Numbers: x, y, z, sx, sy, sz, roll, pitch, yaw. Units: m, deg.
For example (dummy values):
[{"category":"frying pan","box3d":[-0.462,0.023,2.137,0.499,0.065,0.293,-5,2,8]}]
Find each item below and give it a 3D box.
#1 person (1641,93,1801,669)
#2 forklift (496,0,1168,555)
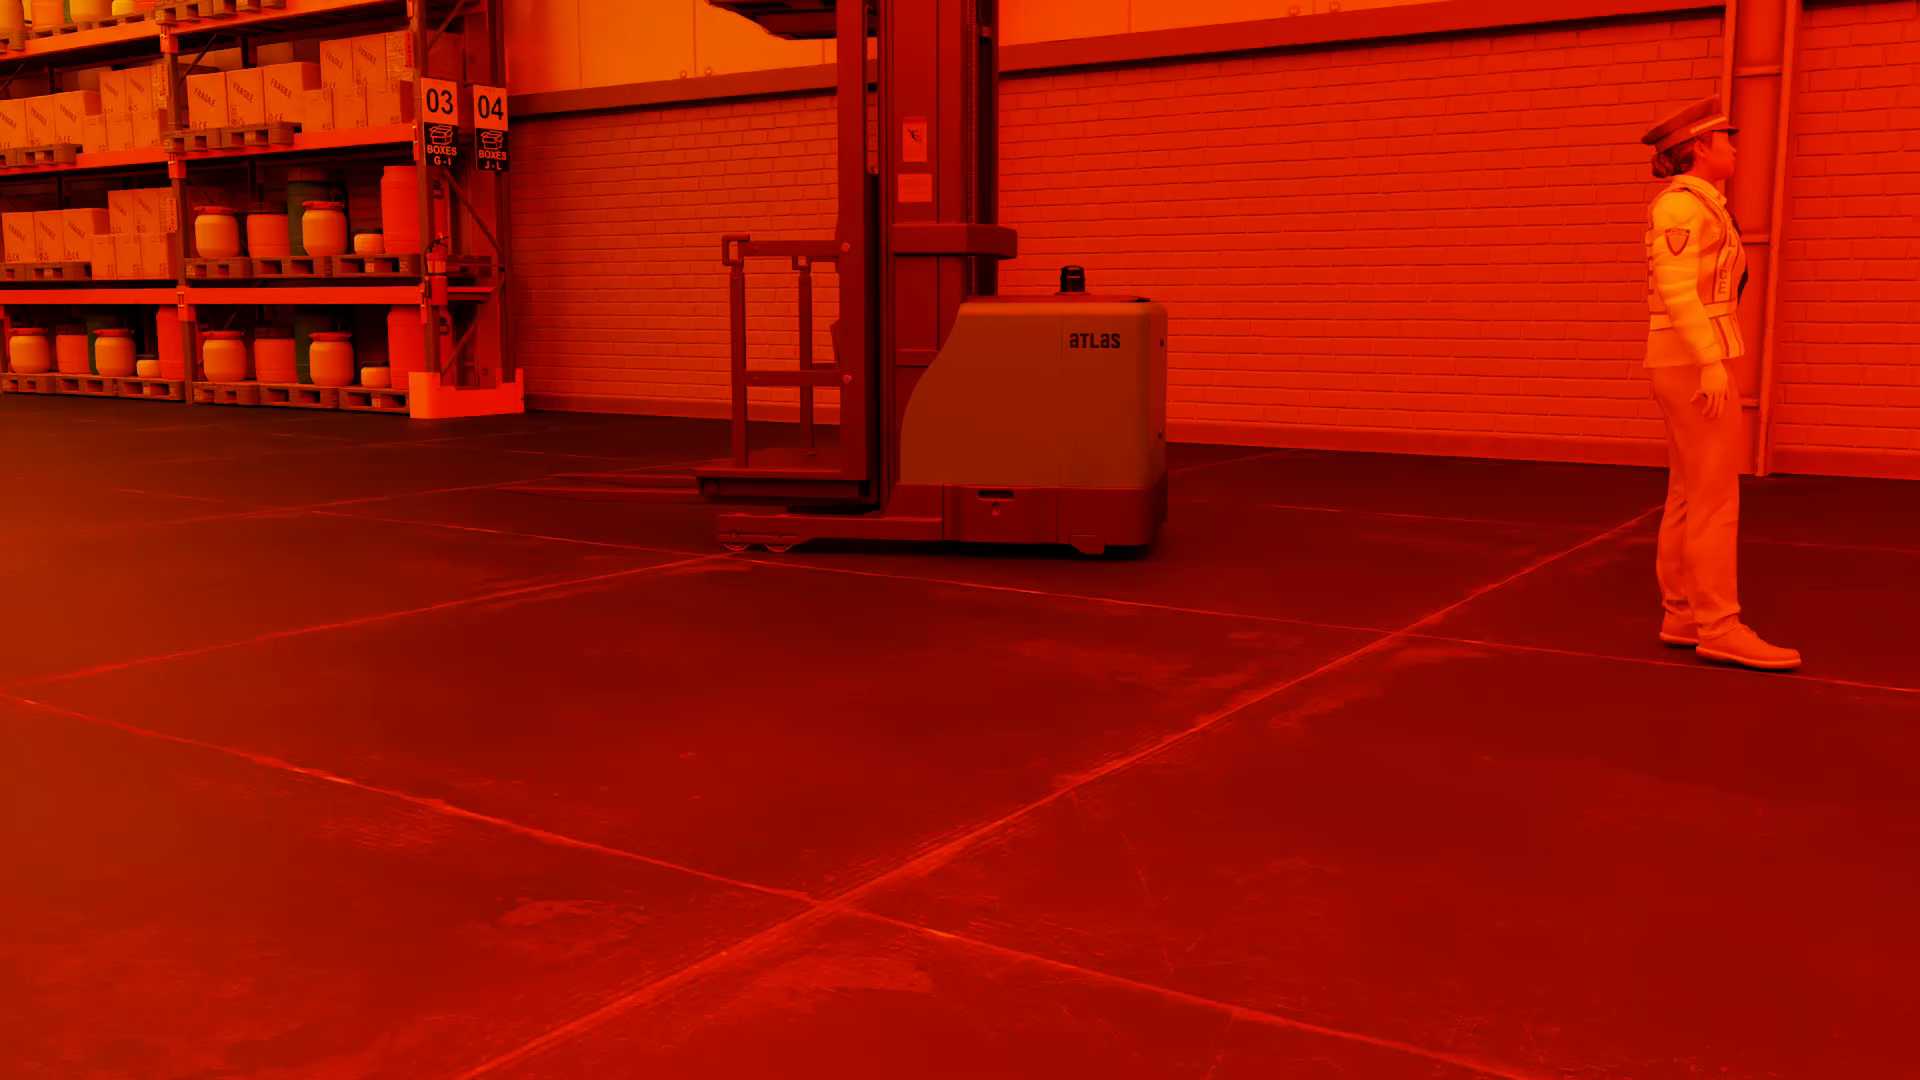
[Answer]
[{"category":"person","box3d":[2.325,-0.505,5.084,0.534,1.696,0.588,4,9,25]},{"category":"forklift","box3d":[-0.596,-1.469,7.520,3.031,2.935,1.130,2,8,12]}]
